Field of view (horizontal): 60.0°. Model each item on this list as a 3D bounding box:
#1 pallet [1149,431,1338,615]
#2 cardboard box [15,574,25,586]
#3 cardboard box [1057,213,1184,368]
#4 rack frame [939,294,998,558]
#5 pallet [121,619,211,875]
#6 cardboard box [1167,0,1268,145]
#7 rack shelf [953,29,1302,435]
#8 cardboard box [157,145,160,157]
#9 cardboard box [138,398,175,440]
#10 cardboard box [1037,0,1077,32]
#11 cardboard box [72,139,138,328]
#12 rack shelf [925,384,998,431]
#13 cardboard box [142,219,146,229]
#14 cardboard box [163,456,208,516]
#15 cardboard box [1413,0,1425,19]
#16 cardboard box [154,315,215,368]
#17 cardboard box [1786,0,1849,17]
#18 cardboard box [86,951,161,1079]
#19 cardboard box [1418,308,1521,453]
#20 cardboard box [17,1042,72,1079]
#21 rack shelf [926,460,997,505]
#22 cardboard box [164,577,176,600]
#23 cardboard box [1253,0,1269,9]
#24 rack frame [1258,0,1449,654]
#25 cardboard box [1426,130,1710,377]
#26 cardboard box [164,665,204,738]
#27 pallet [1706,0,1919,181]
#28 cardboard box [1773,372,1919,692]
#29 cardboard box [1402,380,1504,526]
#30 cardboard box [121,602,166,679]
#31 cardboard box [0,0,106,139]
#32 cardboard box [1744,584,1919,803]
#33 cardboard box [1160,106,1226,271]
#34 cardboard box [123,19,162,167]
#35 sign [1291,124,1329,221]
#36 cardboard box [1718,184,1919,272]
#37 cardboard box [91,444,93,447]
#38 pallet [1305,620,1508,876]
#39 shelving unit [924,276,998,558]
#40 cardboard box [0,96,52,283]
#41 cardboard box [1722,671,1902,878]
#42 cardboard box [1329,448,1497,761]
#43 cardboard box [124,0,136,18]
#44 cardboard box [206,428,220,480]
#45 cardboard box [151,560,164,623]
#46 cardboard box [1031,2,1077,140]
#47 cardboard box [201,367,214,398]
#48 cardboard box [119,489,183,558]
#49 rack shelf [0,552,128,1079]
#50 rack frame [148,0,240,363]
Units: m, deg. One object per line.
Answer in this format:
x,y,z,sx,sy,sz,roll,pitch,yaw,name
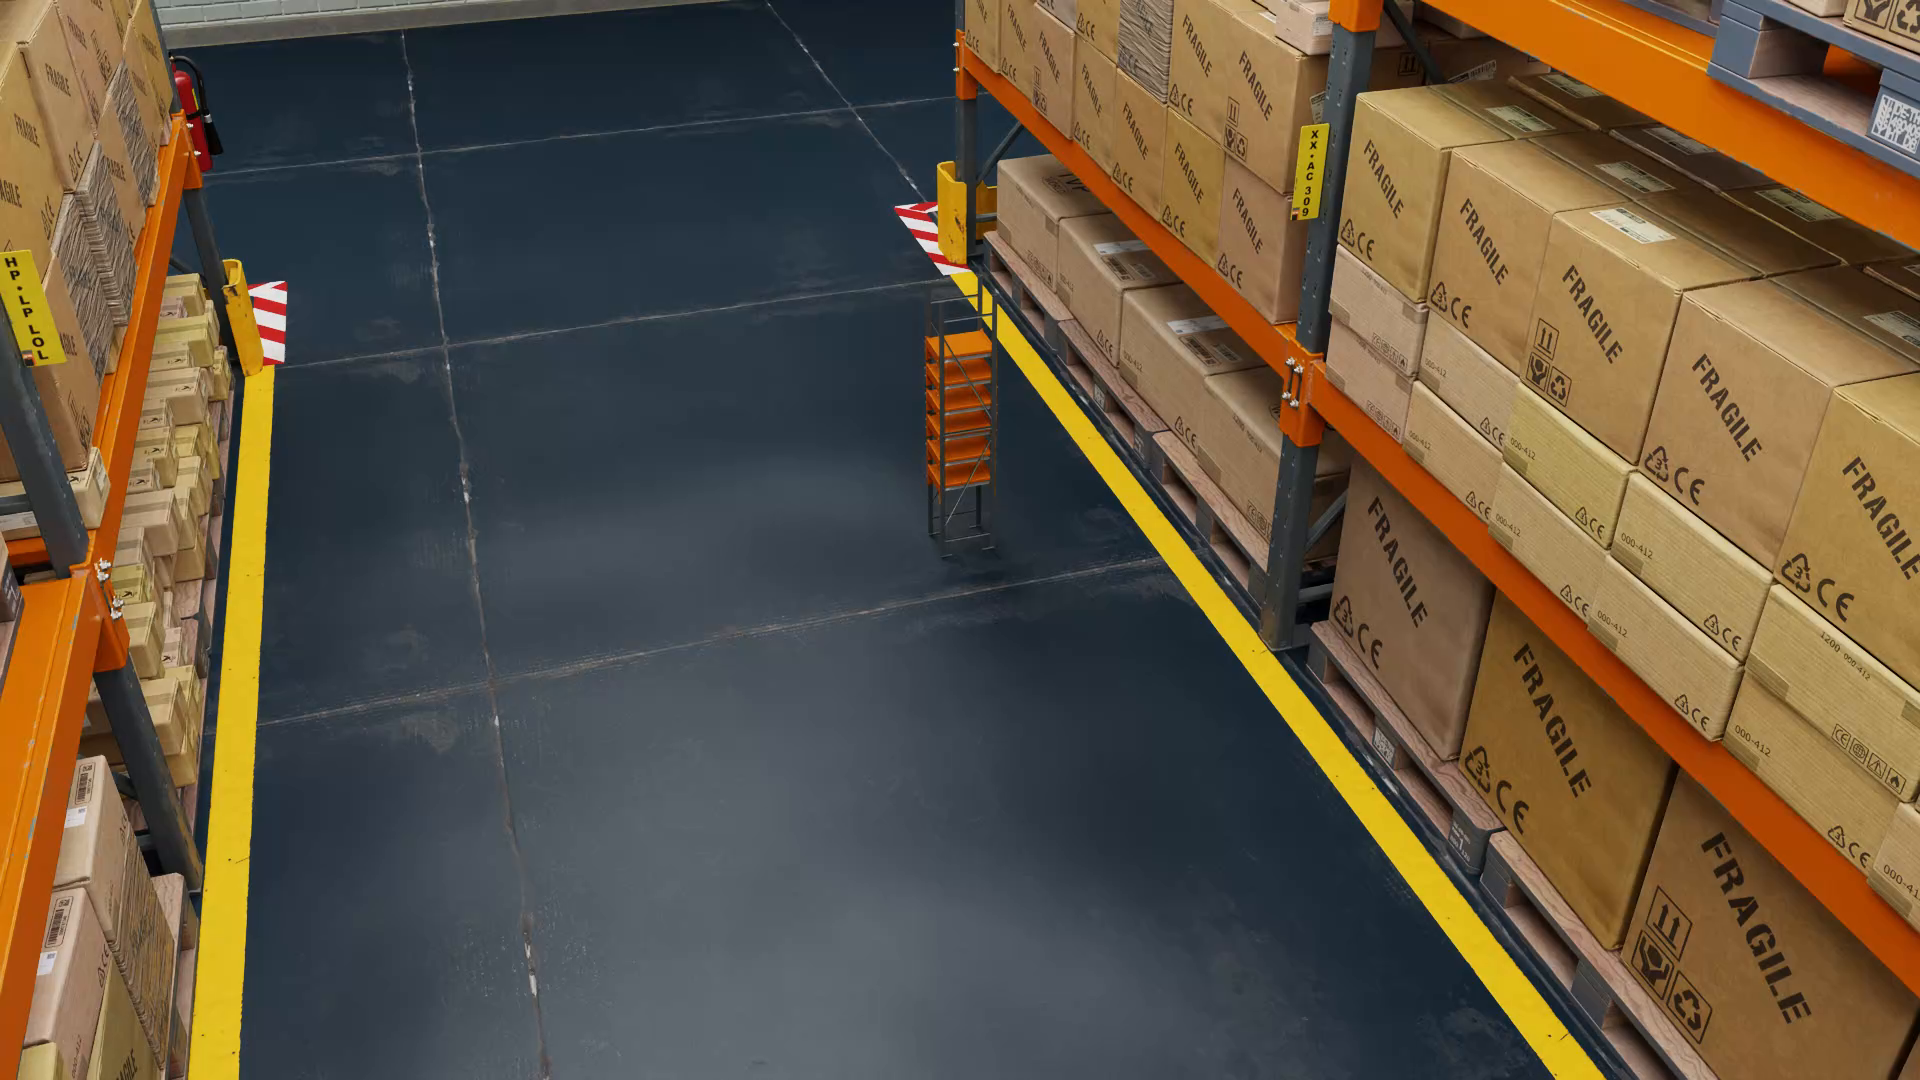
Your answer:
1.531,-0.167,7.311,1.003,0.211,1.213,-10,35,-15,pallet
-3.555,0.184,5.915,0.380,0.149,0.250,-9,34,-13,cardboard box
1.052,-1.315,8.463,0.875,0.438,0.875,-9,35,-13,cardboard box
0.032,-0.445,6.835,0.240,1.200,0.006,-10,35,-15,rack frame
-3.233,0.785,5.871,1.003,0.211,1.213,-10,35,-15,pallet
1.134,-1.846,6.325,0.500,0.500,0.500,-11,35,-15,cardboard box
1.078,-1.668,7.705,1.077,0.370,4.000,-10,35,-15,rack shelf
-3.806,-1.767,7.431,0.380,0.149,0.250,-10,35,-15,cardboard box
-3.462,-0.439,6.860,0.380,0.149,0.250,-11,35,-16,cardboard box
0.672,-2.638,7.523,0.500,0.500,0.500,-10,35,-15,cardboard box
-3.183,-1.029,5.727,0.500,0.500,0.500,-11,35,-16,cardboard box
0.004,-0.556,6.866,0.258,0.103,0.180,-10,35,-15,rack shelf
-3.563,-1.364,6.822,0.380,0.149,0.250,-12,35,-17,cardboard box
-3.281,-0.193,6.757,0.380,0.149,0.250,-10,35,-14,cardboard box
1.746,-1.988,5.952,0.380,0.149,0.250,-10,35,-14,cardboard box
-3.590,-0.875,7.518,0.380,0.149,0.250,-11,35,-16,cardboard box
1.912,-1.270,3.471,0.396,0.266,0.258,-7,34,-11,cardboard box
-2.373,1.451,4.220,0.500,0.500,0.500,-11,35,-16,cardboard box
1.740,-0.516,4.993,0.500,0.250,0.500,-9,35,-14,cardboard box
-2.208,1.418,3.589,0.500,0.250,0.500,-12,35,-17,cardboard box
0.004,-0.256,7.065,0.258,0.103,0.180,-10,35,-15,rack shelf
-3.247,0.215,6.409,0.380,0.149,0.250,-11,35,-17,cardboard box
1.248,-2.045,6.037,0.380,0.149,0.250,-10,35,-15,cardboard box
1.688,-0.918,5.918,1.000,3.000,0.127,-10,35,-15,rack frame
1.730,-0.835,4.795,0.500,0.500,0.500,-10,35,-15,cardboard box
-2.881,0.597,5.831,0.380,0.149,0.250,-9,35,-13,cardboard box
2.318,-0.906,3.351,1.003,0.211,1.213,-8,34,-13,pallet
2.192,-0.034,3.583,0.500,0.500,0.500,-10,35,-15,cardboard box
1.730,-0.308,5.132,0.500,0.250,0.500,-11,35,-16,cardboard box
-2.930,0.364,5.644,0.380,0.149,0.250,-8,34,-12,cardboard box
-3.353,-1.702,5.838,0.500,0.500,0.500,-11,35,-16,cardboard box
2.183,0.291,3.771,0.500,0.250,0.500,-11,35,-16,cardboard box
1.141,-1.429,6.601,0.500,0.500,0.500,-11,35,-16,cardboard box
-3.681,-1.834,6.944,0.500,0.500,0.500,-11,35,-16,cardboard box
1.160,-1.218,5.515,0.100,0.325,0.005,-10,35,-15,sign
2.365,-0.644,4.507,0.500,0.500,0.500,-9,35,-13,cardboard box
-2.919,-0.254,5.142,0.380,0.149,0.250,-9,35,-13,cardboard box
1.995,0.638,6.093,1.003,0.211,1.213,-10,35,-15,pallet
0.004,-0.493,6.908,0.258,1.200,0.189,-10,35,-15,shelving unit
-2.901,-0.893,4.613,0.500,0.500,0.500,-9,35,-14,cardboard box
2.198,0.491,3.923,0.500,0.250,0.500,-10,35,-15,cardboard box
1.954,0.106,5.916,0.875,0.875,0.875,-9,34,-13,cardboard box
-3.839,-2.517,7.071,0.500,0.500,0.500,-11,35,-16,cardboard box
-3.457,-0.355,7.271,0.380,0.149,0.250,-12,35,-17,cardboard box
-3.152,0.232,6.113,0.380,0.149,0.250,-12,35,-17,cardboard box
0.660,-2.228,7.810,0.500,0.500,0.500,-10,35,-15,cardboard box
-3.622,-0.741,7.585,0.380,0.149,0.250,-11,35,-17,cardboard box
-3.155,-0.041,6.257,0.380,0.149,0.250,-9,35,-14,cardboard box
-2.385,1.318,3.187,1.077,0.370,4.000,-10,35,-15,rack shelf
-4.215,-2.132,7.756,1.000,3.000,0.127,-10,35,-15,rack frame
